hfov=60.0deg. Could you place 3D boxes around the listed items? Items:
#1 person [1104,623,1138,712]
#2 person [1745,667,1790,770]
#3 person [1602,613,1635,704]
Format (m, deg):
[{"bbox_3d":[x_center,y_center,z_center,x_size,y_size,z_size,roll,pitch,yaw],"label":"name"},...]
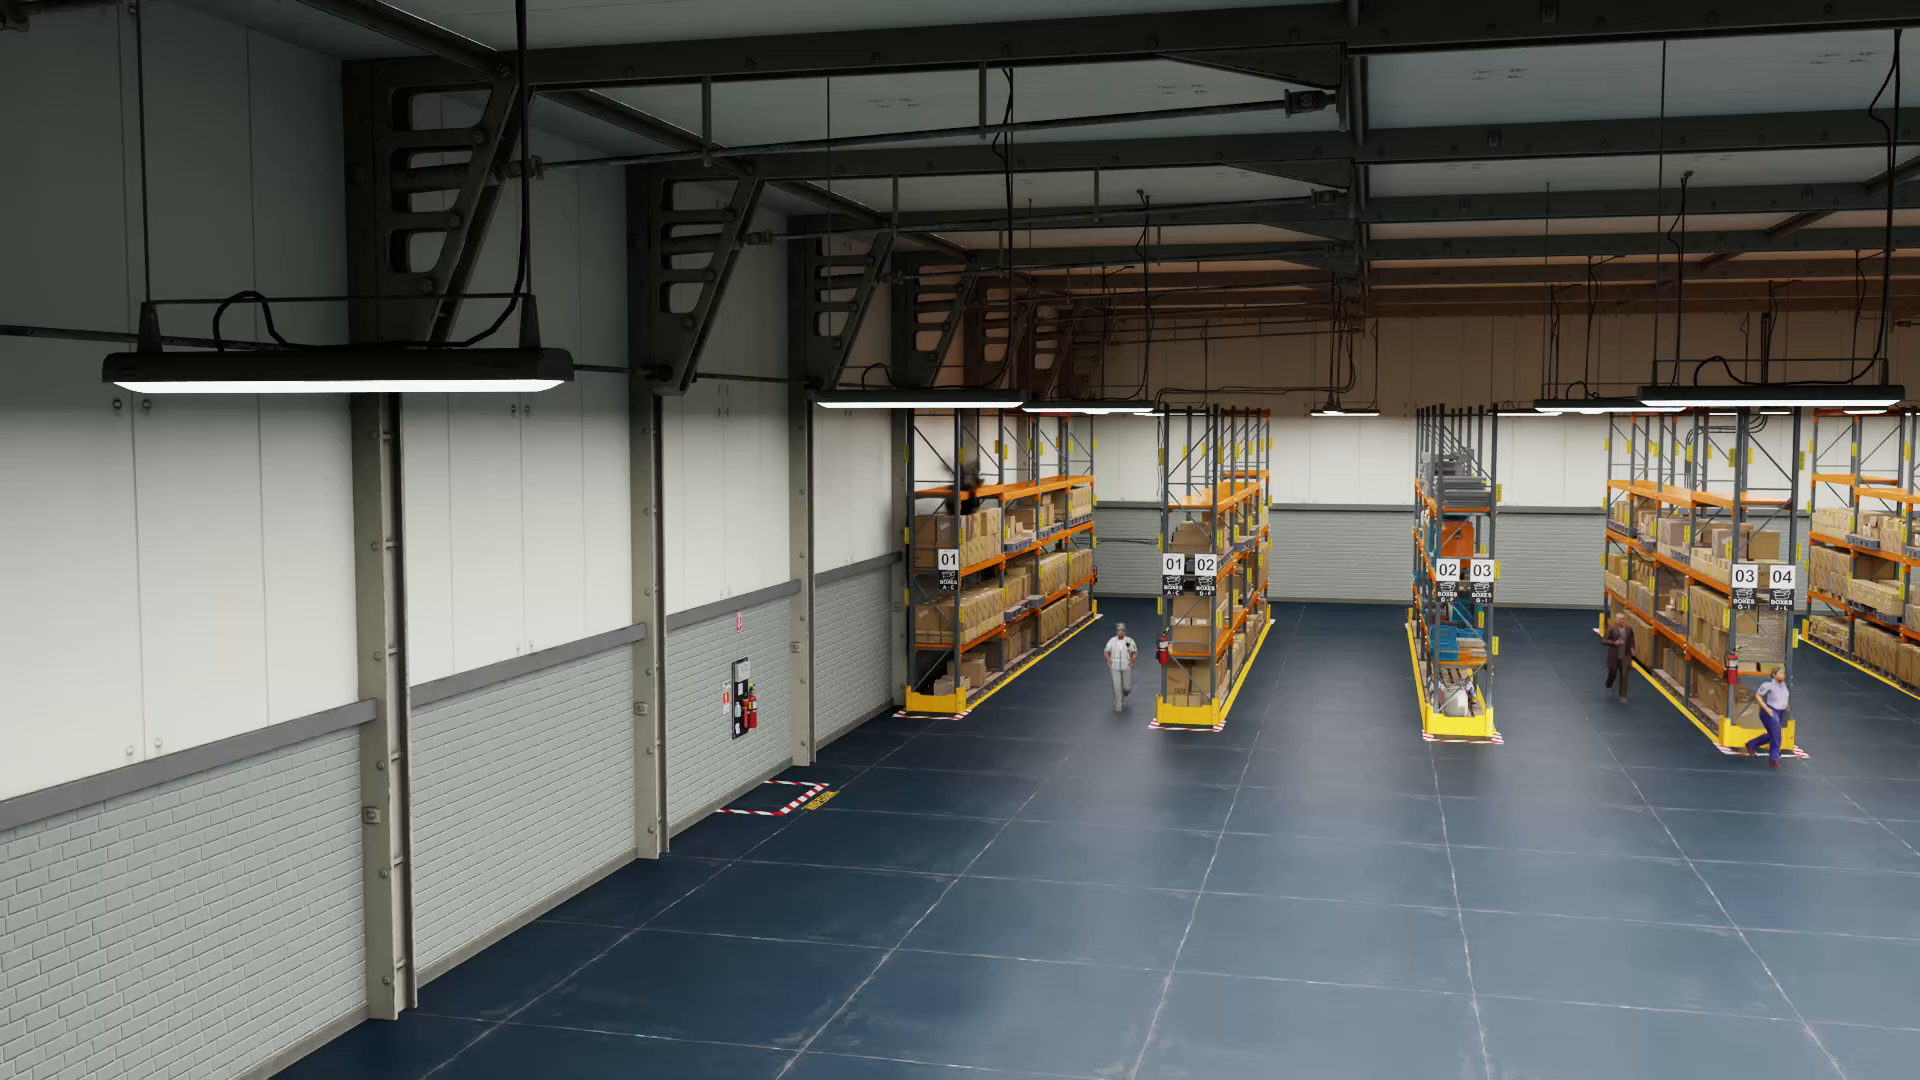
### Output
[{"bbox_3d":[3.145,2.481,32.590,0.664,1.733,0.641,0,4,6],"label":"person"},{"bbox_3d":[13.384,2.912,27.498,0.617,1.672,0.798,-3,5,-31],"label":"person"},{"bbox_3d":[13.298,2.356,33.589,0.703,1.764,1.059,0,4,6],"label":"person"}]
